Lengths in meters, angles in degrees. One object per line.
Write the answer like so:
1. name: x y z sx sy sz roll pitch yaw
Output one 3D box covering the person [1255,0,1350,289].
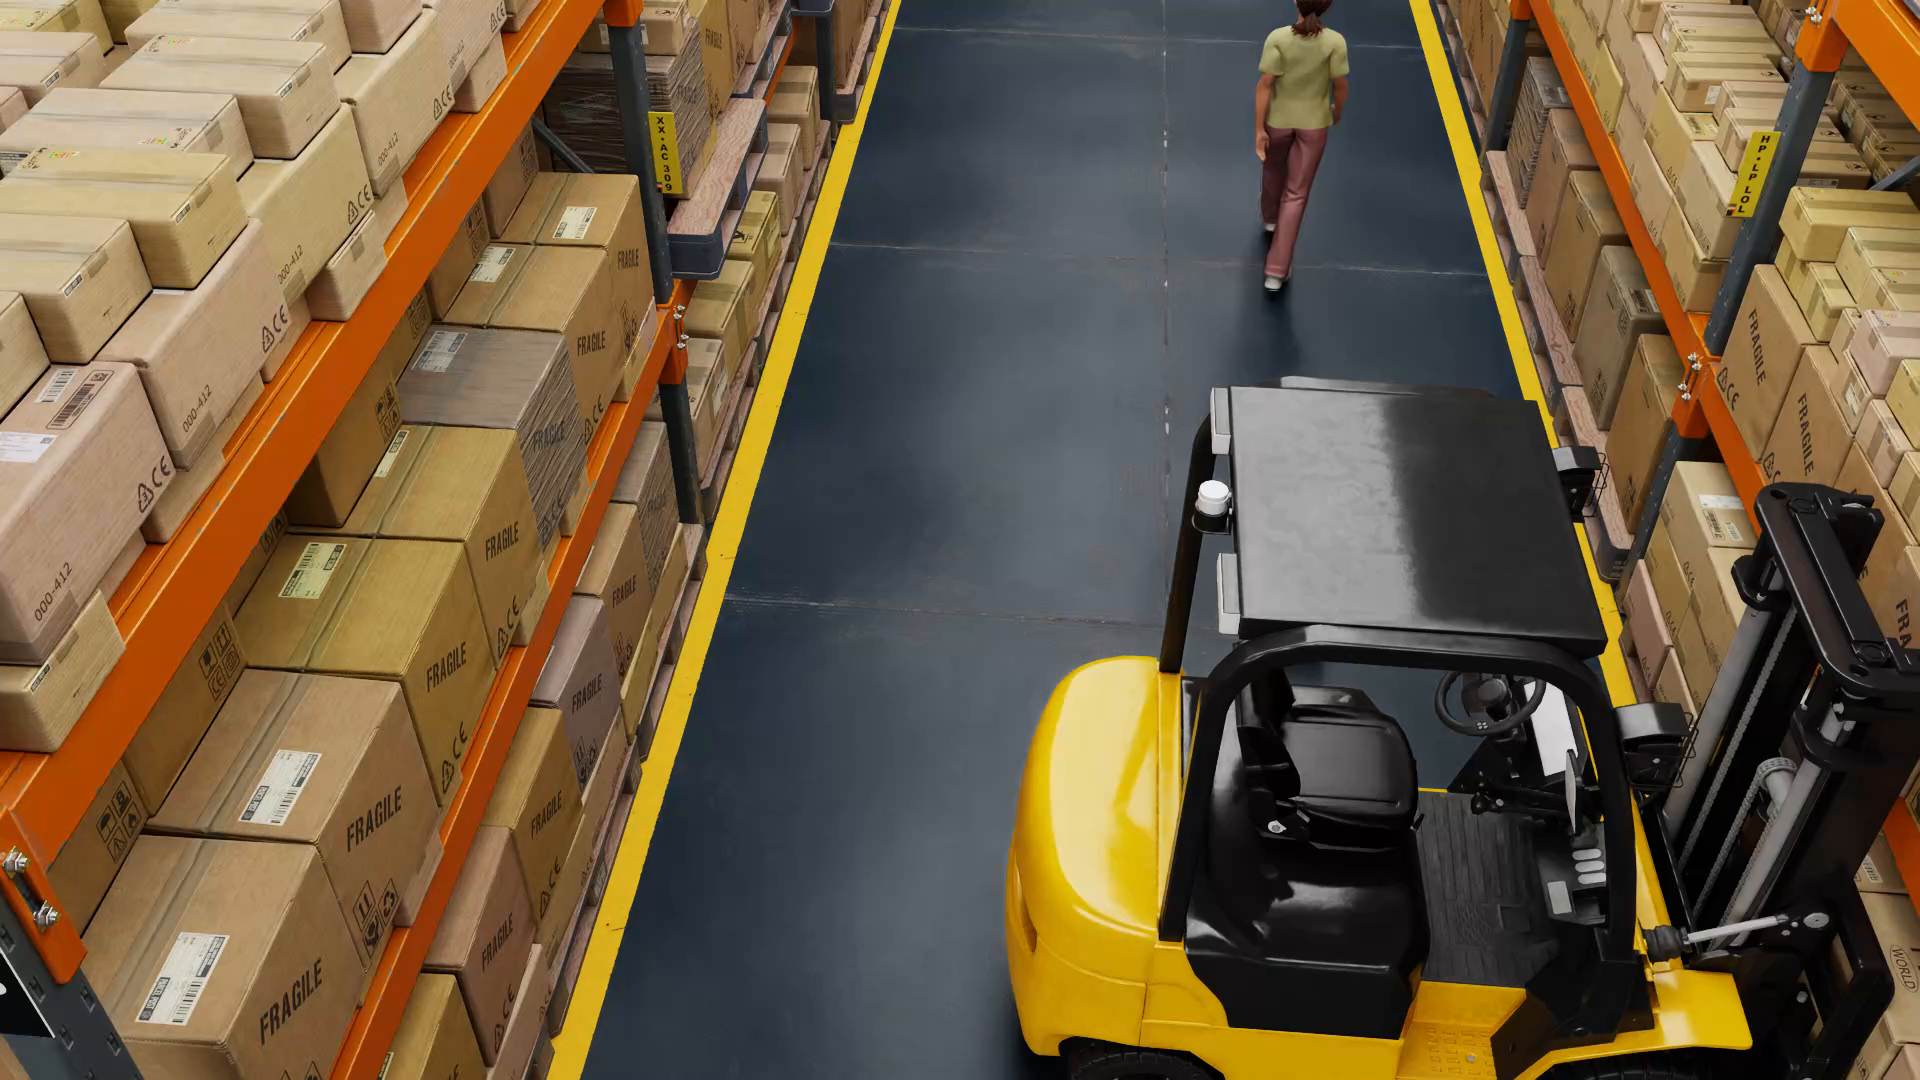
1. person: 1.794 -2.231 8.783 0.455 1.612 0.997 12 42 13
